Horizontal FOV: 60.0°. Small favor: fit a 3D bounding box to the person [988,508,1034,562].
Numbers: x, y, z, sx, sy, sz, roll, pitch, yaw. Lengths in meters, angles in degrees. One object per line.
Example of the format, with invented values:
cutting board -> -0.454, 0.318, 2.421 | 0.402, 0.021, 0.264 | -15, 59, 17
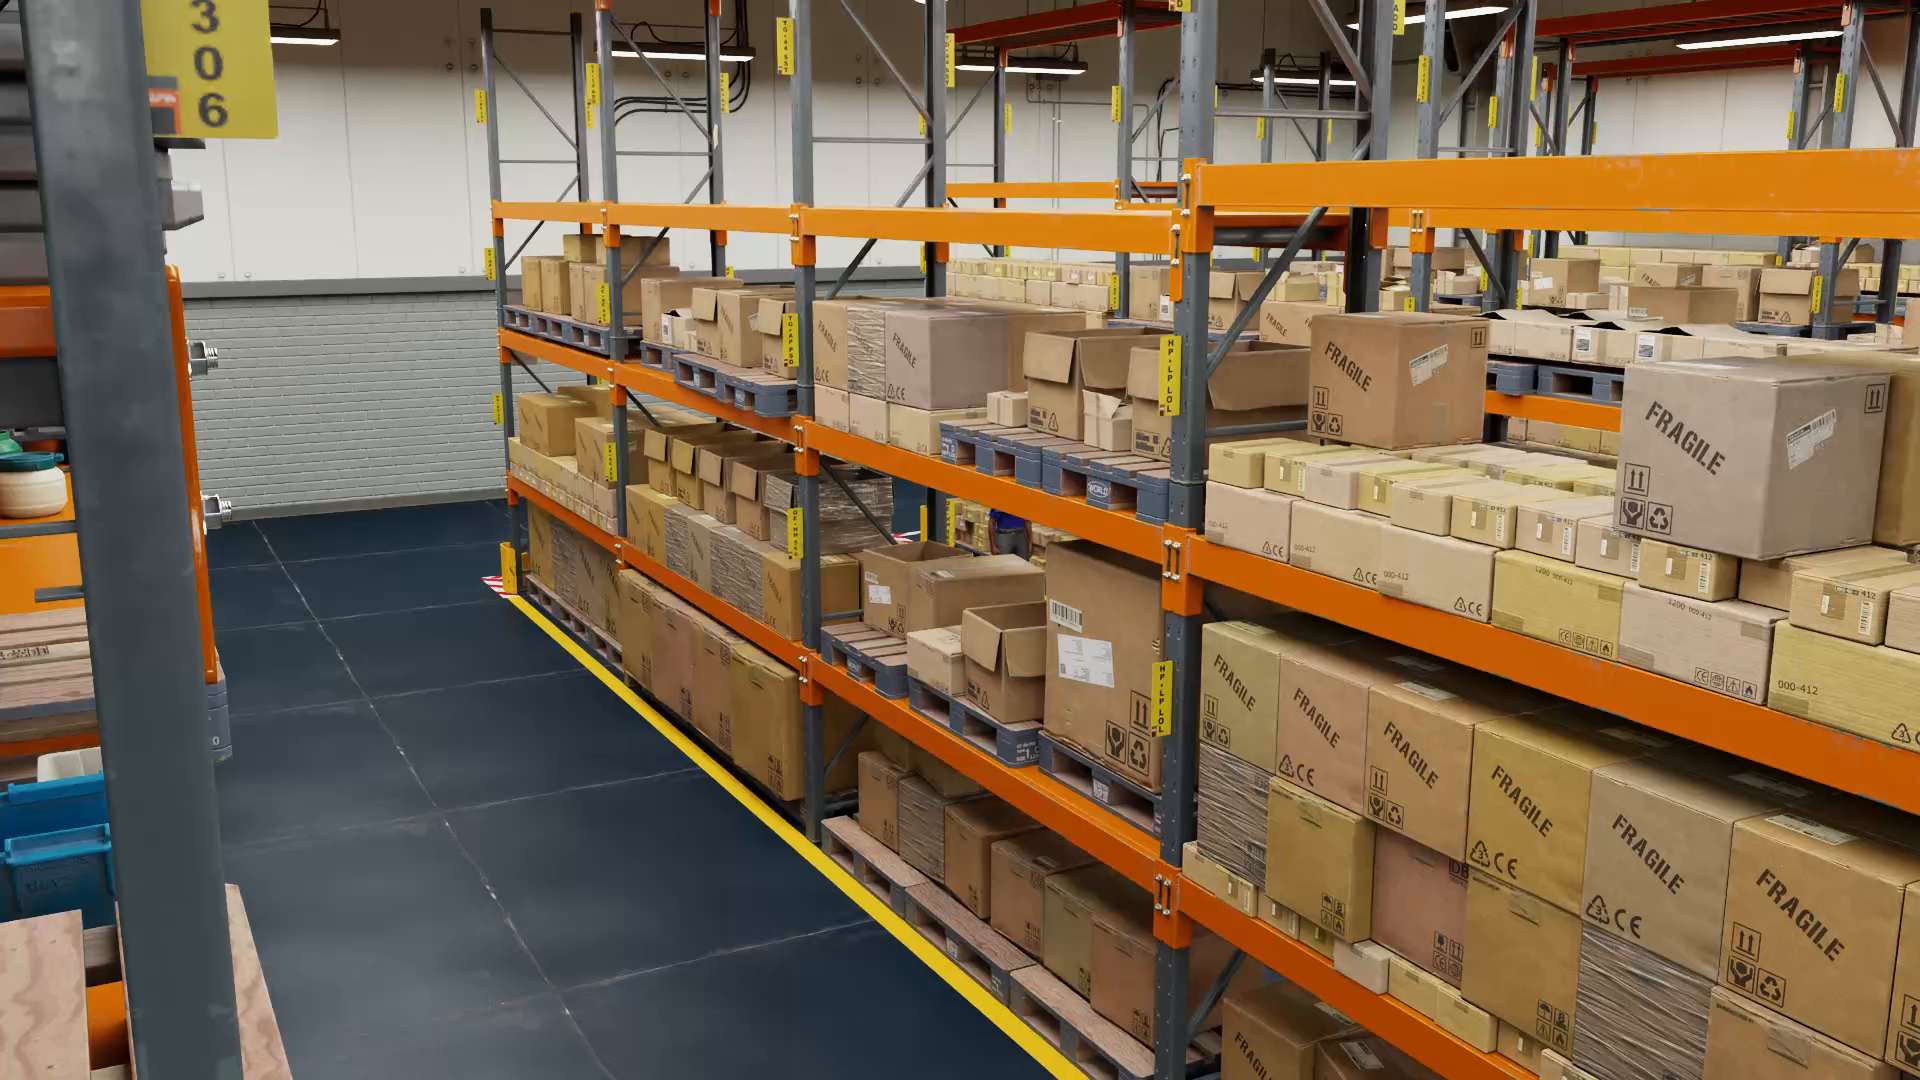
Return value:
person -> 0.499, 0.054, 16.211 | 0.505, 1.654, 0.353 | -7, 14, -30
